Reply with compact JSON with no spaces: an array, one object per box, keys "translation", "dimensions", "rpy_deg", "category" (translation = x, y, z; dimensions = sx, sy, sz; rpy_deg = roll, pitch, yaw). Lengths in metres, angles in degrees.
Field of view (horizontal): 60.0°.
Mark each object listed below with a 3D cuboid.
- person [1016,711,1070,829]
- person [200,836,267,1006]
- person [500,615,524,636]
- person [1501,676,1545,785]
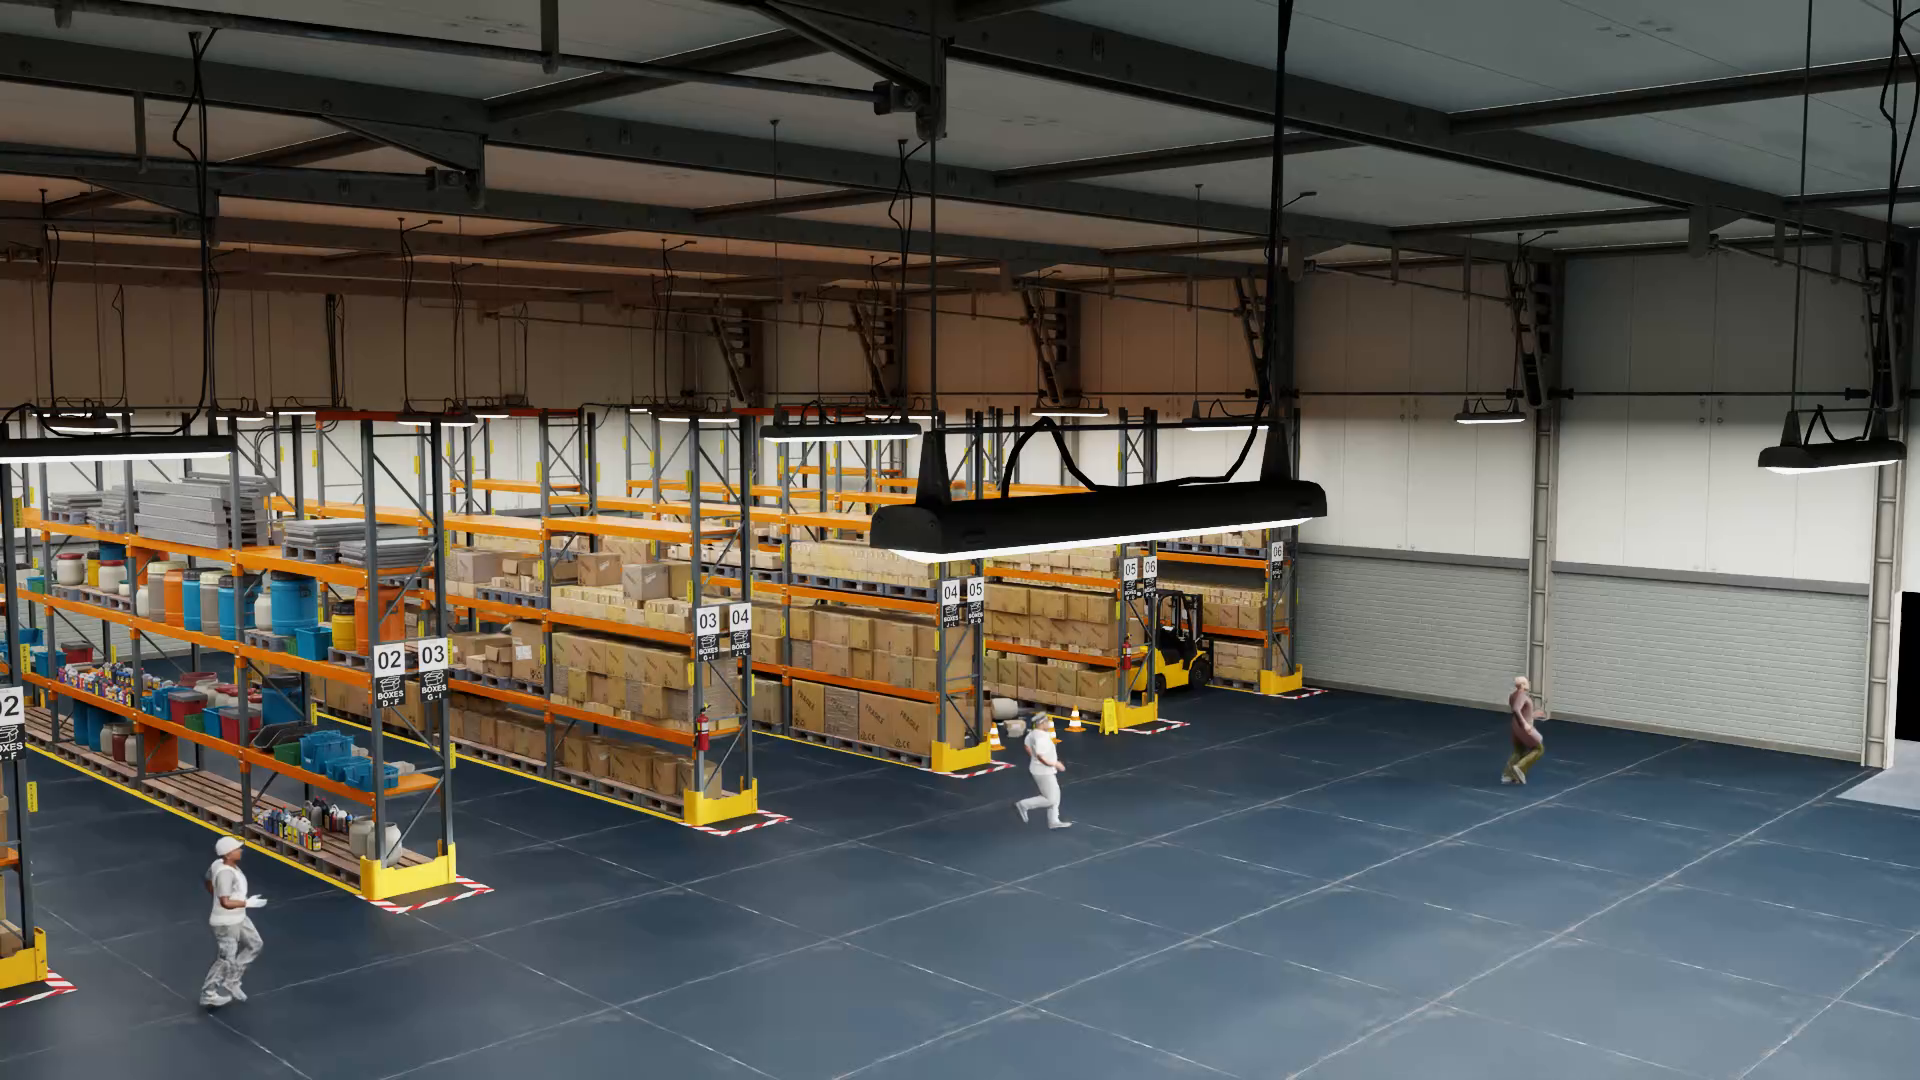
[{"translation":[1.195,3.338,24.083],"dimensions":[0.835,1.742,0.677],"rpy_deg":[-1,5,-10],"category":"person"},{"translation":[-7.490,3.933,17.140],"dimensions":[0.696,1.791,0.677],"rpy_deg":[-1,5,-15],"category":"person"},{"translation":[-9.219,2.324,34.779],"dimensions":[0.663,1.776,1.004],"rpy_deg":[-5,7,-45],"category":"person"},{"translation":[9.116,3.071,26.844],"dimensions":[0.712,1.747,0.685],"rpy_deg":[0,5,-5],"category":"person"}]
